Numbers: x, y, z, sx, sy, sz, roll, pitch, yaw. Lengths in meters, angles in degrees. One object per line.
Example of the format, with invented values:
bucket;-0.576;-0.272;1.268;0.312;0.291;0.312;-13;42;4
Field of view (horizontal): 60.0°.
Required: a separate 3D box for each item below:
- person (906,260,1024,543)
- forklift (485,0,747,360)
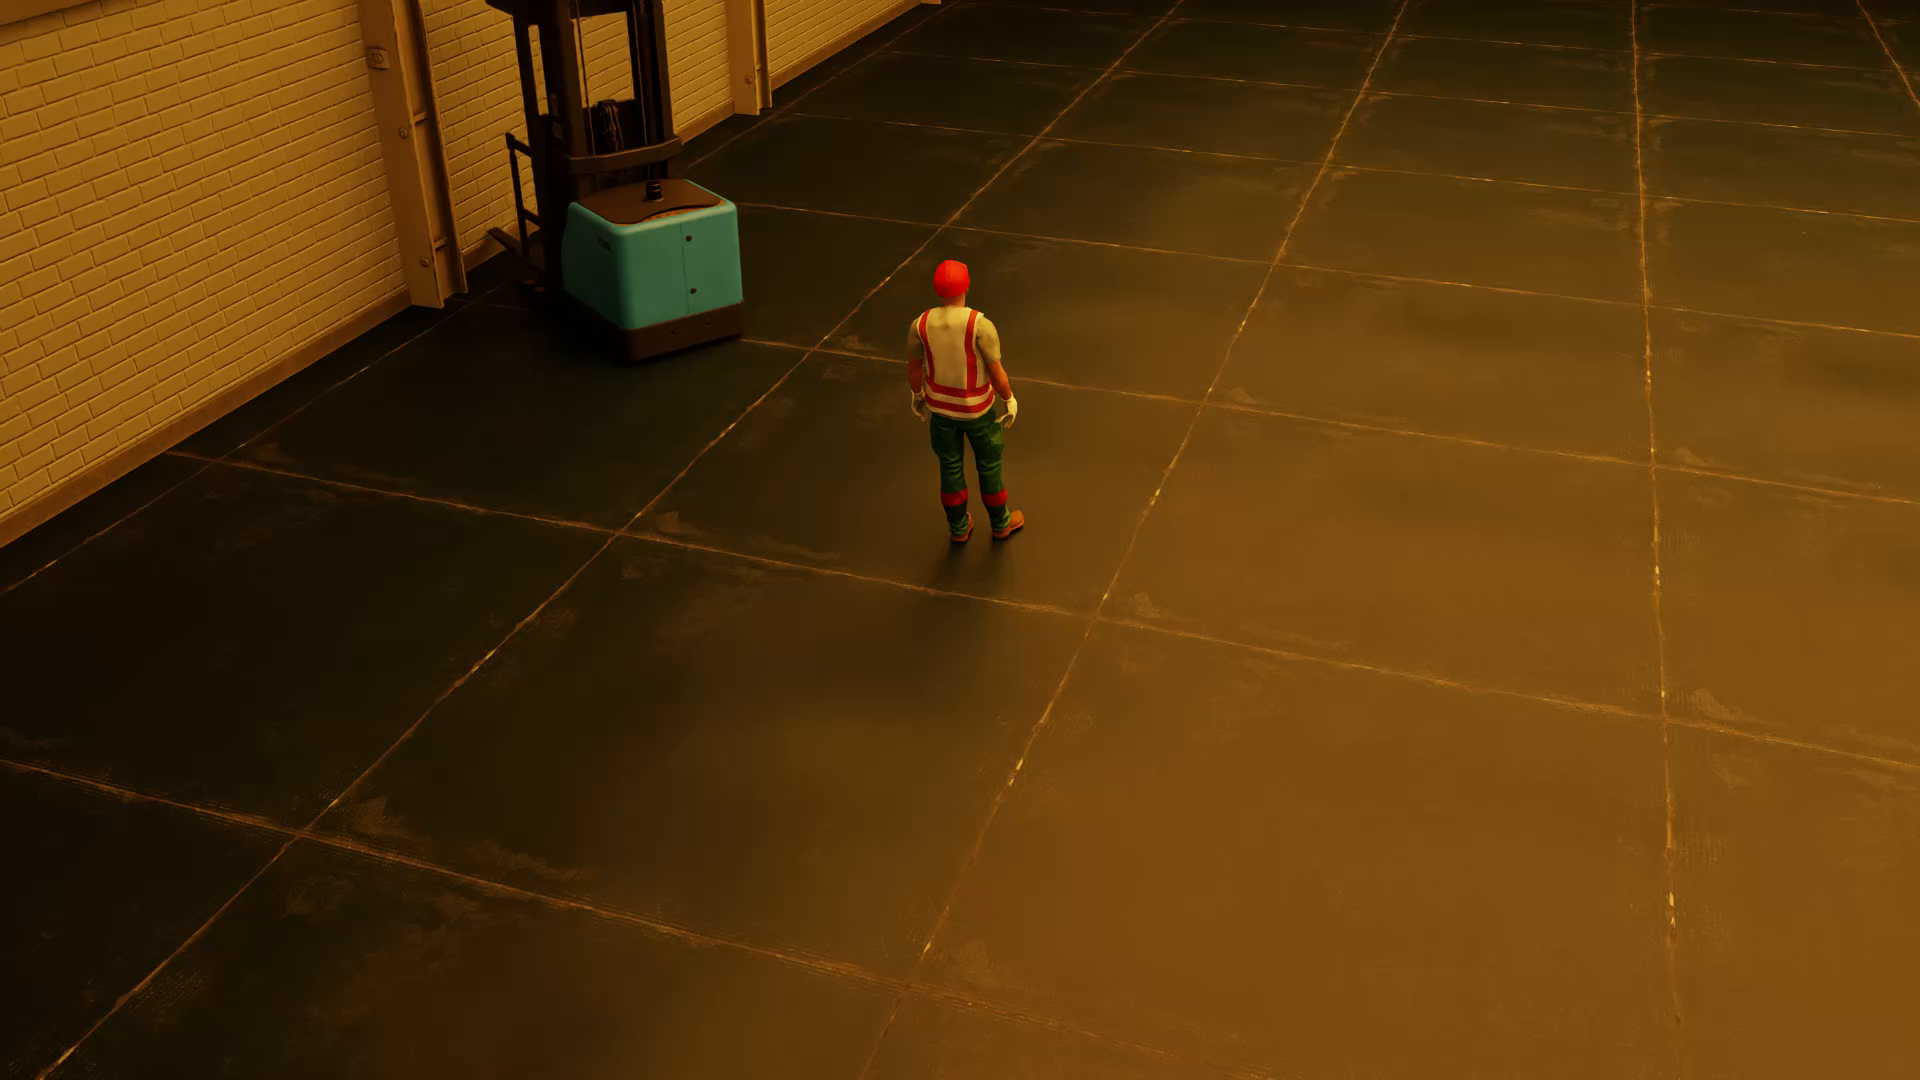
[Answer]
person;0.038;-0.820;9.712;0.637;1.790;0.562;10;31;16
forklift;-2.924;-3.273;12.877;1.130;2.935;3.031;-20;35;-31
